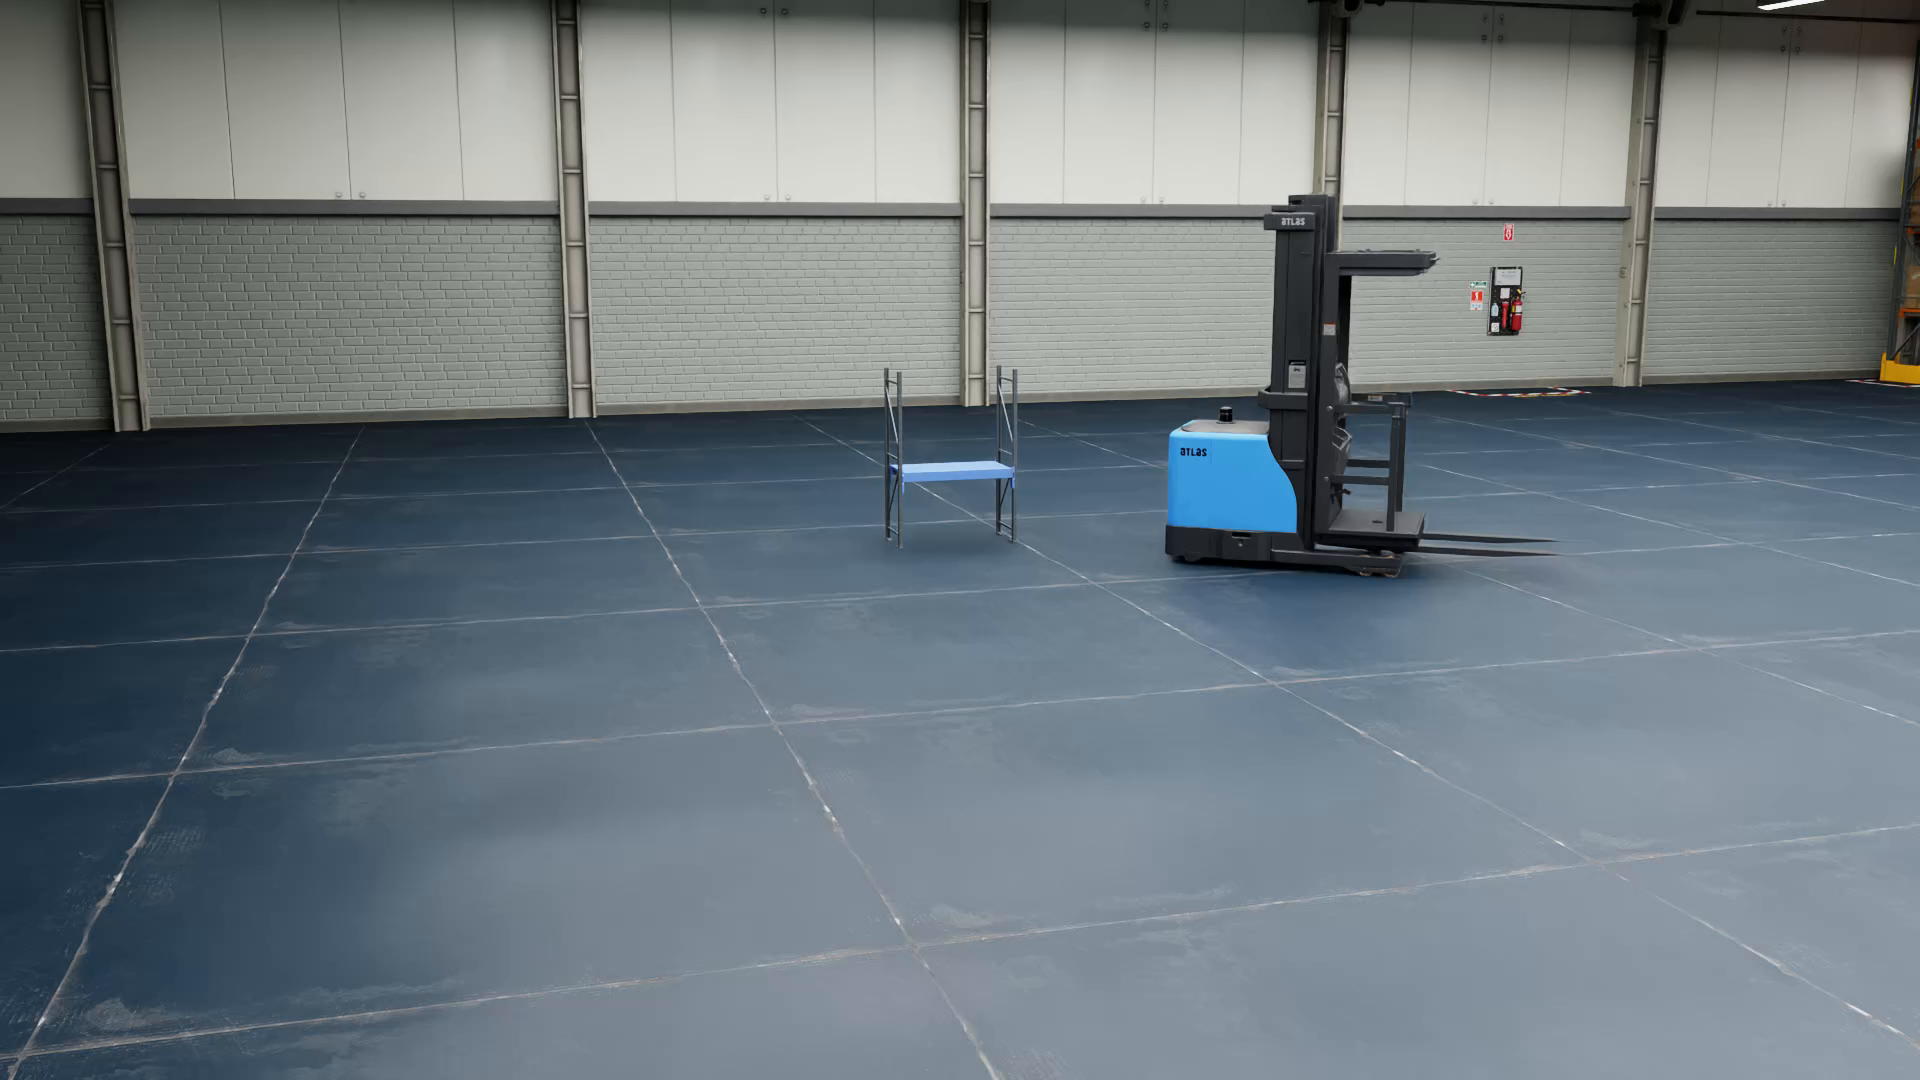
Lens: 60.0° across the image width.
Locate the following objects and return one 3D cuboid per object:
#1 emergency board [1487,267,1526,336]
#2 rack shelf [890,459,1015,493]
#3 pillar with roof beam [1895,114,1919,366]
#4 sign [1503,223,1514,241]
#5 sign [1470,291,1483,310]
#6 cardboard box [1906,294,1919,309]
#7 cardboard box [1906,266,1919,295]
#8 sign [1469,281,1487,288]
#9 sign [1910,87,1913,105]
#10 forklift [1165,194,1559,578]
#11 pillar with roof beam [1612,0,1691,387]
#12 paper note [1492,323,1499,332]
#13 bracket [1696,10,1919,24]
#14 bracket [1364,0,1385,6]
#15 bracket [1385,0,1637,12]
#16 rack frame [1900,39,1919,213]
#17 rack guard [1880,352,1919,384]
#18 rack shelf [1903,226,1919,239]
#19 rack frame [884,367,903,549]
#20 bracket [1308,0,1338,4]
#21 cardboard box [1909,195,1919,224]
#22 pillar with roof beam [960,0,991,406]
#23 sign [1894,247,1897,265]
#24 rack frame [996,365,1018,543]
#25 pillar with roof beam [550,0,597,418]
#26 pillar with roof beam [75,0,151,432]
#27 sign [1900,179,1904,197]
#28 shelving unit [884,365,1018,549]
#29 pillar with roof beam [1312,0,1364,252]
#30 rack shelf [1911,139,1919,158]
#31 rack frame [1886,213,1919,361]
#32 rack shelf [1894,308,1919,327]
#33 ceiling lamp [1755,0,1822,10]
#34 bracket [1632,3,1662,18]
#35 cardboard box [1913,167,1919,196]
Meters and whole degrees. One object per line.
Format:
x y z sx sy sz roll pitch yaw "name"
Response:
9.364 -4.074 28.392 0.643 1.169 0.194 -3 11 -16 "emergency board"
-0.082 -0.556 14.420 1.000 0.185 0.538 -3 11 -16 "rack shelf"
18.712 -6.698 26.077 0.400 9.000 9.100 -3 11 -16 "pillar with roof beam"
9.329 -5.231 28.274 0.199 0.298 0.001 -3 11 -16 "sign"
8.805 -4.082 28.335 0.234 0.329 0.001 -3 11 -16 "sign"
17.473 -4.304 29.999 0.500 0.250 0.500 -3 11 -15 "cardboard box"
17.471 -4.676 29.950 0.500 0.500 0.500 -3 11 -17 "cardboard box"
8.812 -4.341 28.279 0.331 0.109 0.001 -3 11 -16 "sign"
16.943 -7.896 29.563 0.005 0.325 0.100 -3 11 -16 "sign"
3.247 -1.256 13.272 3.031 2.935 1.130 3 11 18 "forklift"
12.951 -6.395 24.427 0.548 9.000 9.100 -3 11 -16 "pillar with roof beam"
9.175 -3.644 28.489 0.142 0.148 0.016 -3 11 -16 "paper note"
14.719 -9.003 28.654 4.783 0.066 0.076 -3 11 -16 "bracket"
6.485 -8.569 26.296 0.430 0.232 0.235 -3 11 -16 "bracket"
8.958 -8.699 27.004 4.783 0.066 0.076 -3 11 -16 "bracket"
17.078 -7.261 29.133 0.127 3.000 1.000 -3 11 -16 "rack frame"
17.151 -3.085 29.923 0.348 0.500 1.175 -3 11 -16 "rack guard"
18.999 -5.533 30.019 4.000 0.370 1.077 -3 11 -16 "rack shelf"
-0.570 -0.708 14.247 0.032 1.500 0.500 -3 11 -16 "rack frame"
5.688 -8.527 26.068 0.430 0.232 0.235 -3 11 -16 "bracket"
17.408 -5.910 29.747 0.500 0.500 0.500 -2 11 -12 "cardboard box"
1.429 -5.787 21.129 0.548 9.000 9.100 -3 11 -16 "pillar with roof beam"
16.942 -5.133 30.072 0.005 0.325 0.100 -3 11 -16 "sign"
0.406 -0.759 14.527 0.032 1.500 0.500 -3 11 -16 "rack frame"
-4.332 -5.484 19.479 0.400 9.000 9.100 -3 11 -16 "pillar with roof beam"
-10.092 -5.180 17.830 0.400 9.000 9.100 -3 11 -16 "pillar with roof beam"
16.942 -6.319 29.854 0.005 0.325 0.100 -3 11 -16 "sign"
-0.082 -0.733 14.387 1.048 1.500 0.538 -3 11 -16 "shelving unit"
7.190 -6.091 22.778 0.548 9.000 9.100 -3 11 -16 "pillar with roof beam"
18.999 -7.007 29.748 4.000 0.370 1.077 -3 11 -16 "rack shelf"
17.078 -4.310 29.676 0.127 3.000 1.000 -3 11 -16 "rack frame"
18.999 -4.058 30.291 4.000 0.370 1.077 -3 11 -16 "rack shelf"
11.717 -9.077 22.874 0.800 3.185 2.000 -3 11 -16 "ceiling lamp"
11.449 -8.831 27.717 0.430 0.232 0.235 -3 11 -16 "bracket"
17.419 -6.404 29.668 0.500 0.500 0.500 -3 11 -13 "cardboard box"
